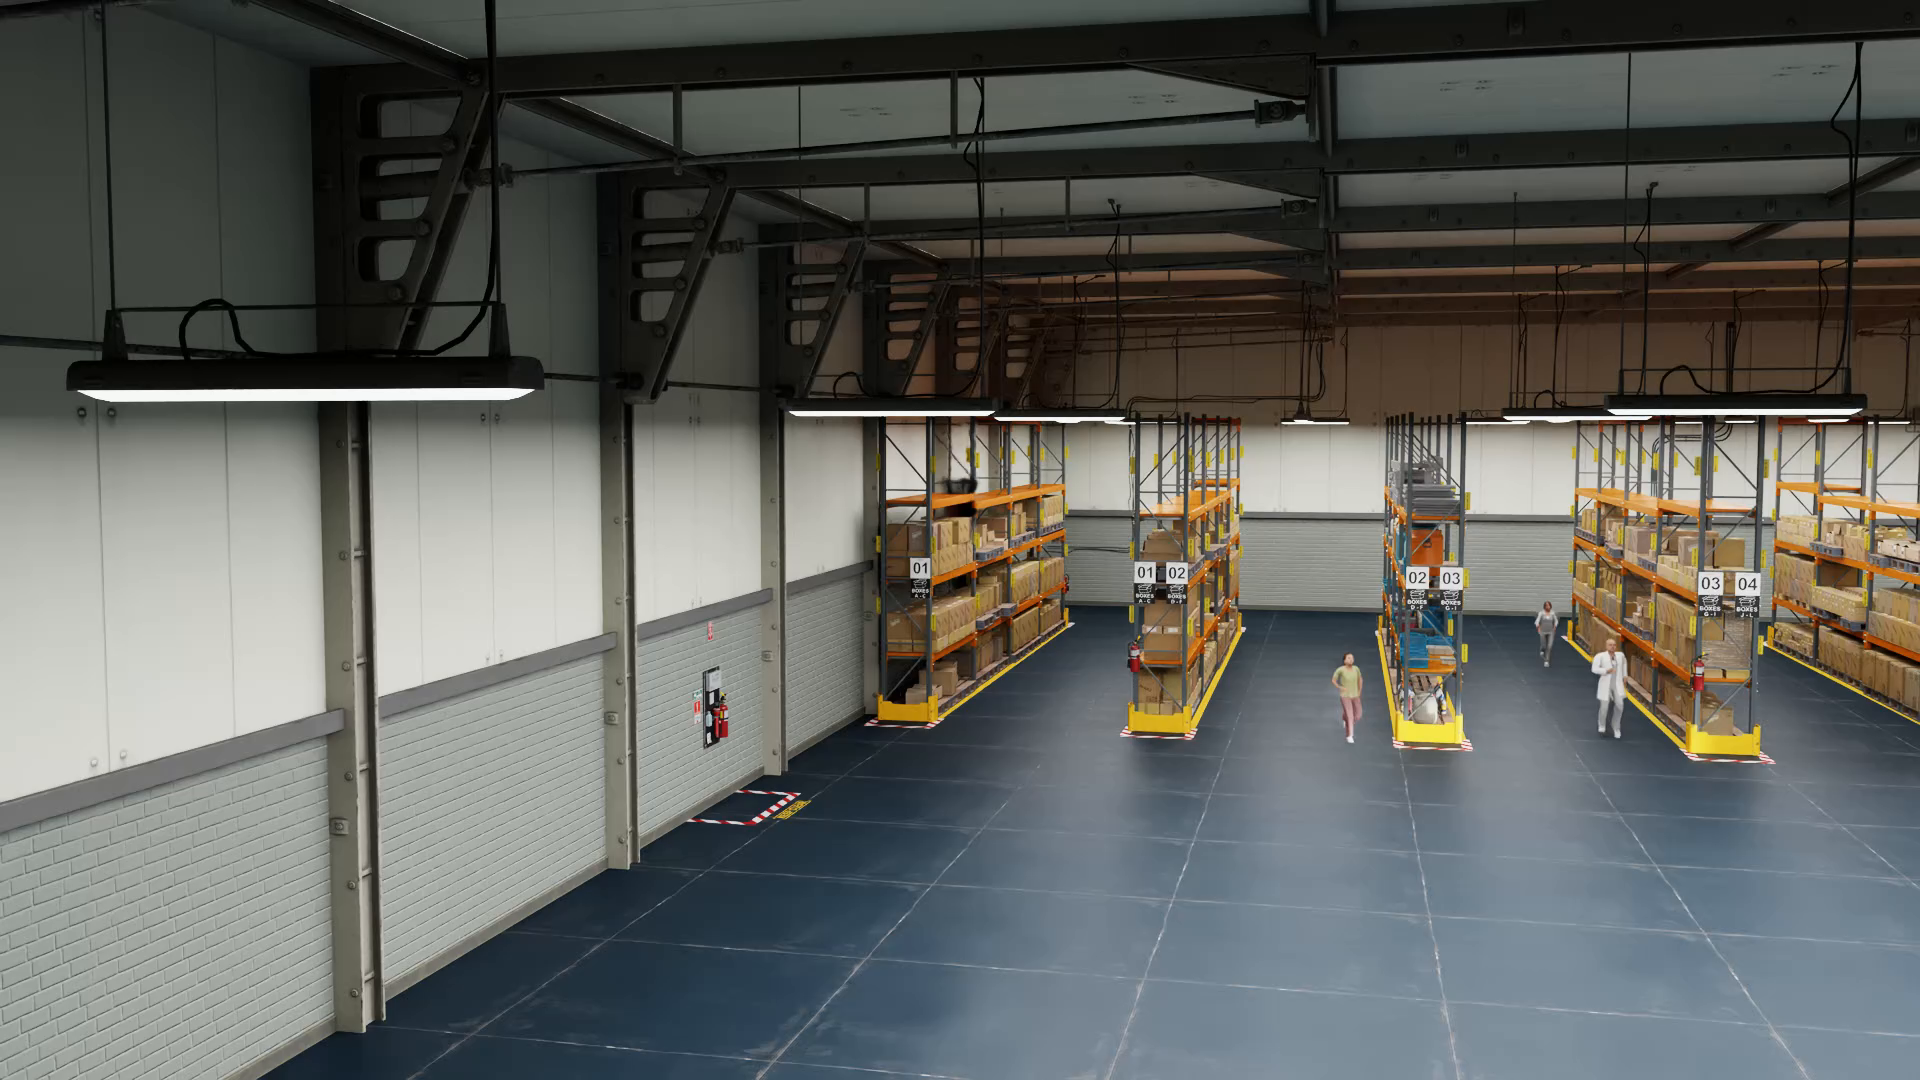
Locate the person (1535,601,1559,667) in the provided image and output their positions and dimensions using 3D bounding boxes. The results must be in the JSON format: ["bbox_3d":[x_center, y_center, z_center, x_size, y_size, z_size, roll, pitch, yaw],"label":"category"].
[{"bbox_3d":[14.112,2.251,40.032,0.507,1.559,0.576,1,4,12],"label":"person"}]

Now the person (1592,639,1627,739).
[{"bbox_3d":[12.047,2.755,30.831,0.708,1.857,0.839,0,4,7],"label":"person"}]

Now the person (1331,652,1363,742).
[{"bbox_3d":[7.091,2.860,30.421,0.613,1.628,0.567,-1,4,-15],"label":"person"}]
